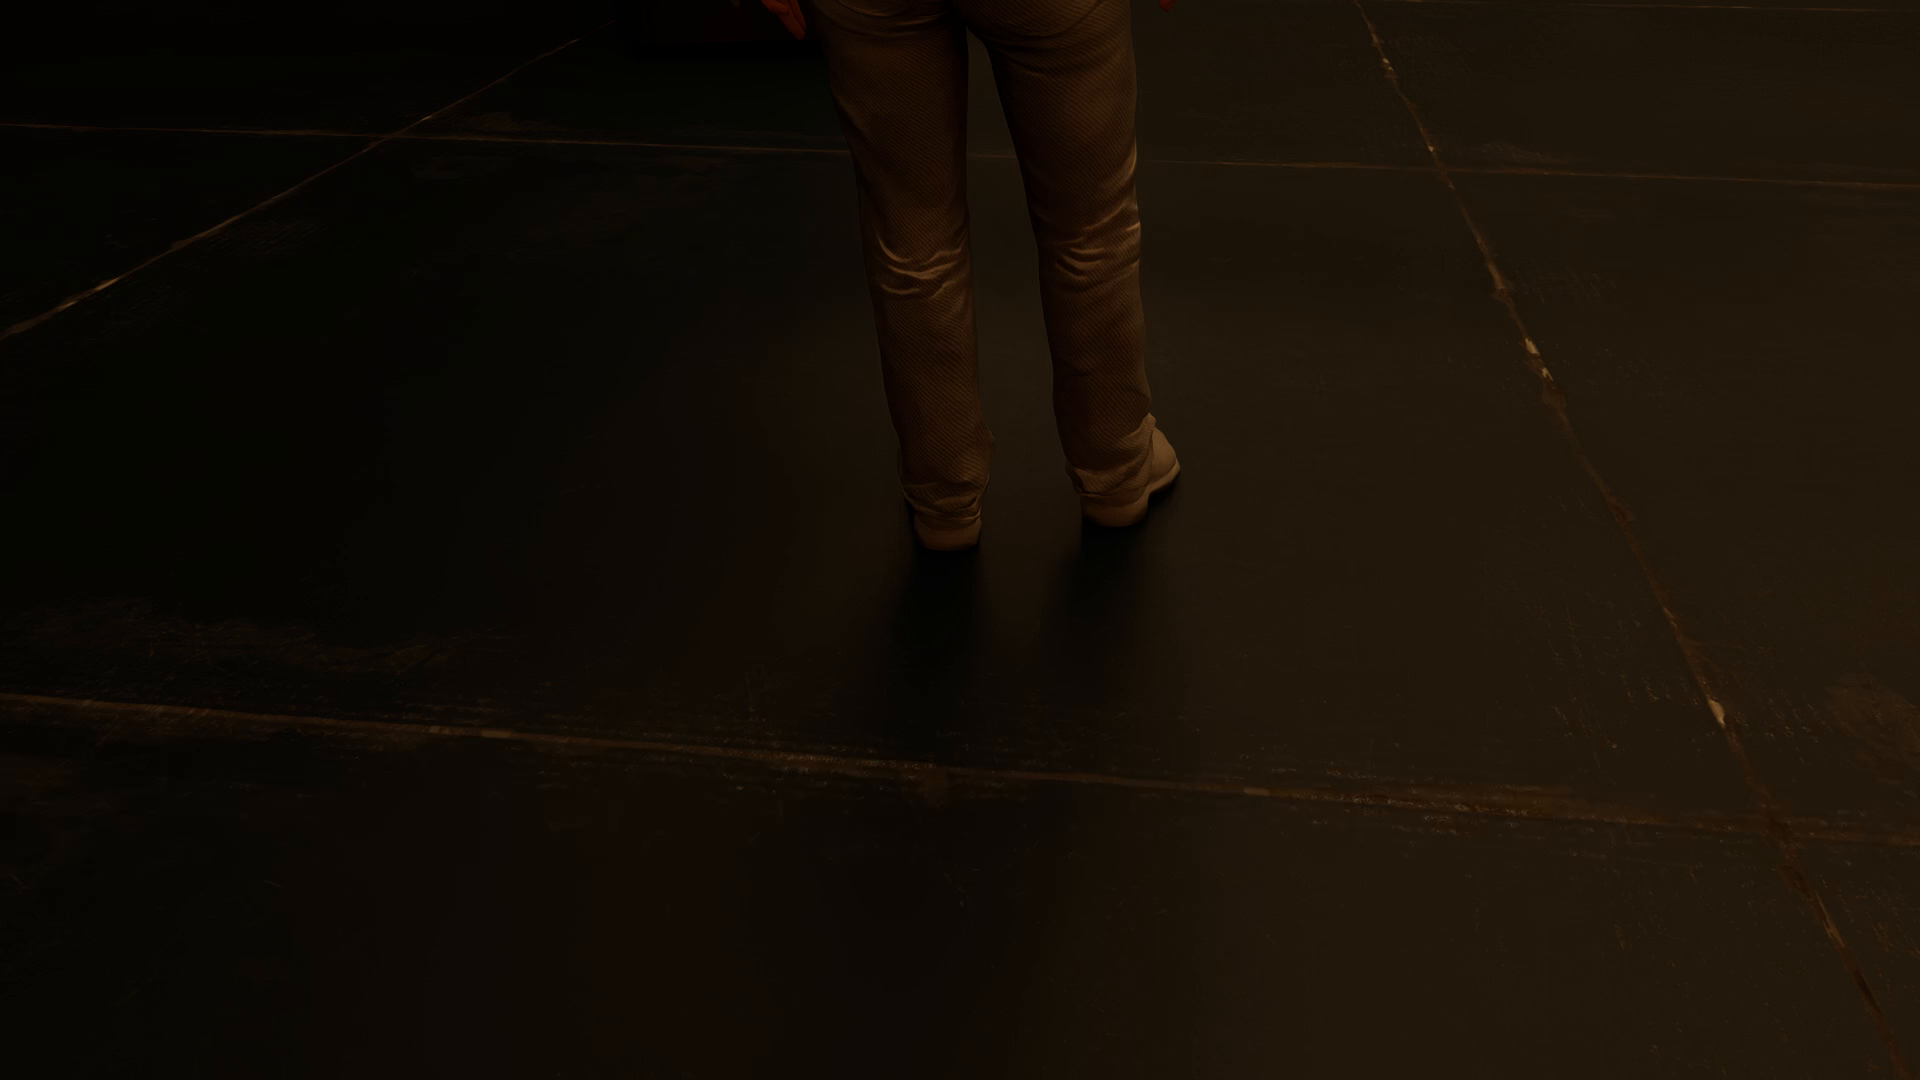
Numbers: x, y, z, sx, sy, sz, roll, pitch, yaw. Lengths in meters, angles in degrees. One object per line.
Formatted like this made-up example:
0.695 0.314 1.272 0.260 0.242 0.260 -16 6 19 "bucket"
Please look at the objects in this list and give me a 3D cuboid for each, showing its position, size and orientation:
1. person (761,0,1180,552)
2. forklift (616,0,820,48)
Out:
0.016 -0.827 2.155 0.632 1.773 0.568 3 27 7 "person"
-0.912 -3.676 6.587 1.130 2.935 3.031 -5 27 -9 "forklift"
